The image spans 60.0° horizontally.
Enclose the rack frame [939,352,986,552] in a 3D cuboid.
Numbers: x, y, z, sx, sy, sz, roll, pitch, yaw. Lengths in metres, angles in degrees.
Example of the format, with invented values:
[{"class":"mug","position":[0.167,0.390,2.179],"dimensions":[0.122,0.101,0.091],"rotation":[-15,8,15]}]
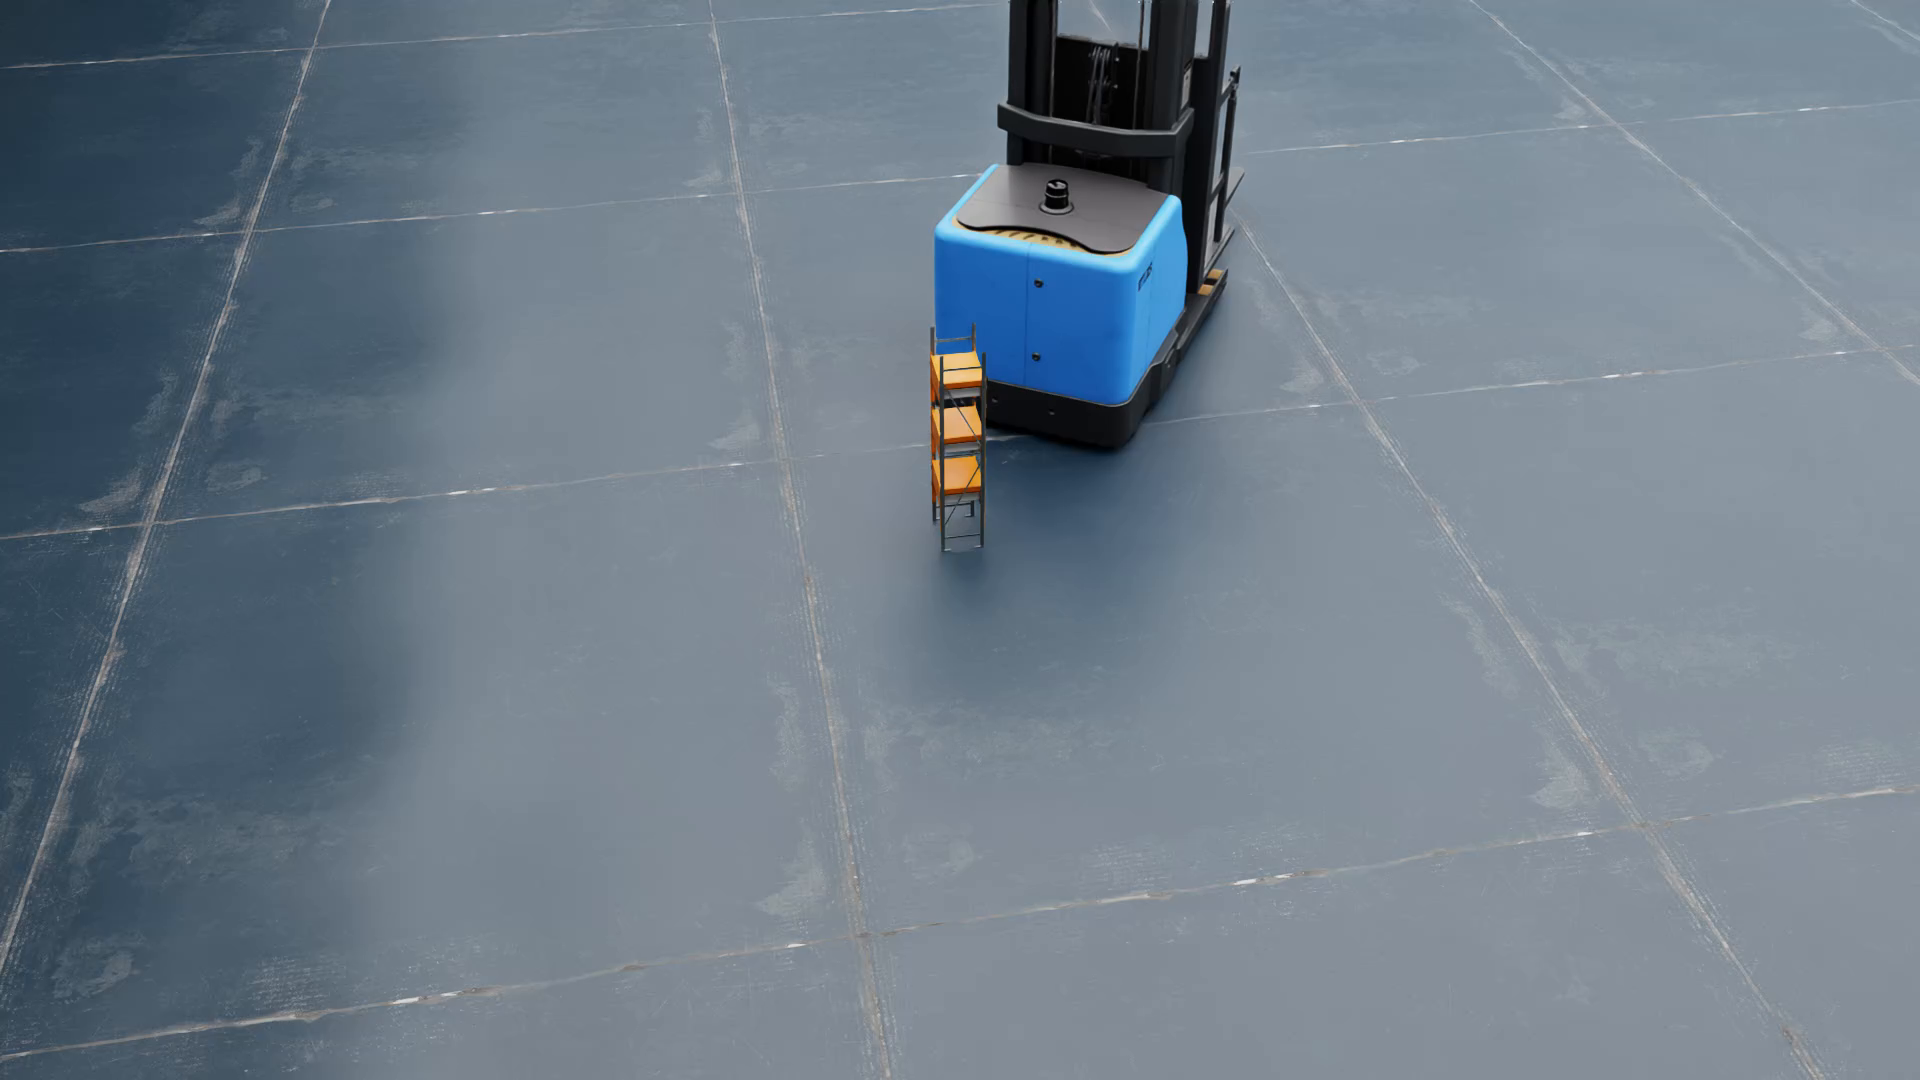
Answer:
[{"class":"rack frame","position":[0.012,-0.373,7.375],"dimensions":[0.200,1.050,0.008],"rotation":[-6,38,-8]}]

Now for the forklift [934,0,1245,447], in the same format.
[{"class":"forklift","position":[0.888,-2.523,8.609],"dimensions":[1.130,2.935,3.031],"rotation":[14,40,17]}]

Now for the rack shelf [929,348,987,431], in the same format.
[{"class":"rack shelf","position":[-0.009,-0.663,7.302],"dimensions":[0.215,0.259,0.240],"rotation":[-6,38,-8]}]

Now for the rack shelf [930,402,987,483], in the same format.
[{"class":"rack shelf","position":[-0.009,-0.439,7.476],"dimensions":[0.215,0.259,0.240],"rotation":[-6,38,-8]}]

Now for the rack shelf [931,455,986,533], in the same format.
[{"class":"rack shelf","position":[-0.009,-0.219,7.647],"dimensions":[0.215,0.259,0.240],"rotation":[-6,38,-8]}]

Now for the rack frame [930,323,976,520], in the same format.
[{"class":"rack frame","position":[-0.031,-0.521,7.564],"dimensions":[0.200,1.050,0.008],"rotation":[-6,38,-8]}]

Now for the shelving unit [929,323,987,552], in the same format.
[{"class":"shelving unit","position":[-0.009,-0.447,7.470],"dimensions":[0.215,1.050,0.252],"rotation":[-6,38,-8]}]
